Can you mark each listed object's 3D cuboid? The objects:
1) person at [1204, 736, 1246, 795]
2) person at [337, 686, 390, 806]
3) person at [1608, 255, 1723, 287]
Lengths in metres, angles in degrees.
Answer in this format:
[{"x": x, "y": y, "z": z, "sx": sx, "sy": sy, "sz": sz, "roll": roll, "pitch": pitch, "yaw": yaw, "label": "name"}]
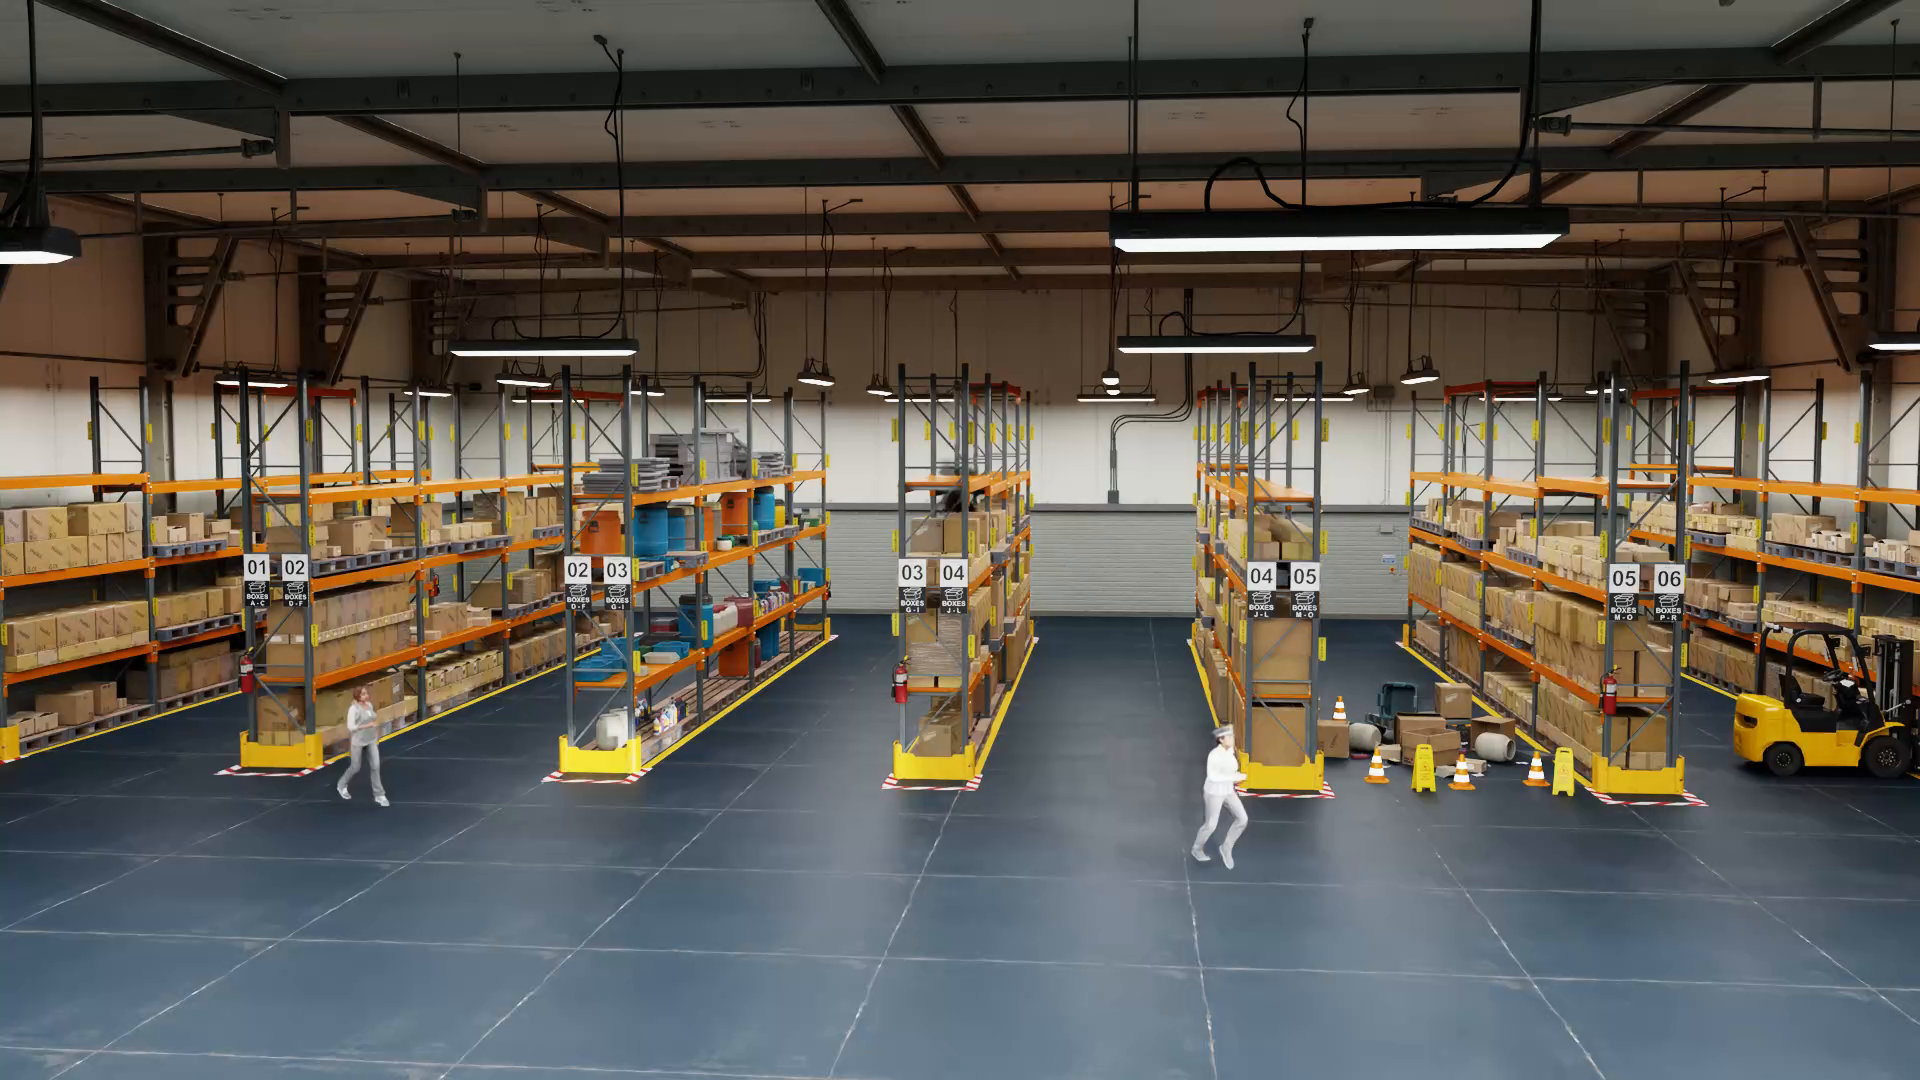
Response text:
[{"x": 3.093, "y": 2.527, "z": 19.051, "sx": 0.580, "sy": 0.783, "sz": 0.532, "roll": 4, "pitch": 5, "yaw": 44, "label": "person"}, {"x": -8.021, "y": 2.755, "z": 22.330, "sx": 0.872, "sy": 1.580, "sz": 0.533, "roll": 2, "pitch": 4, "yaw": 31, "label": "person"}, {"x": 11.980, "y": -2.124, "z": 39.980, "sx": 9.743, "sy": 8.875, "sz": 9.002, "roll": 0, "pitch": 4, "yaw": 6, "label": "person"}]
